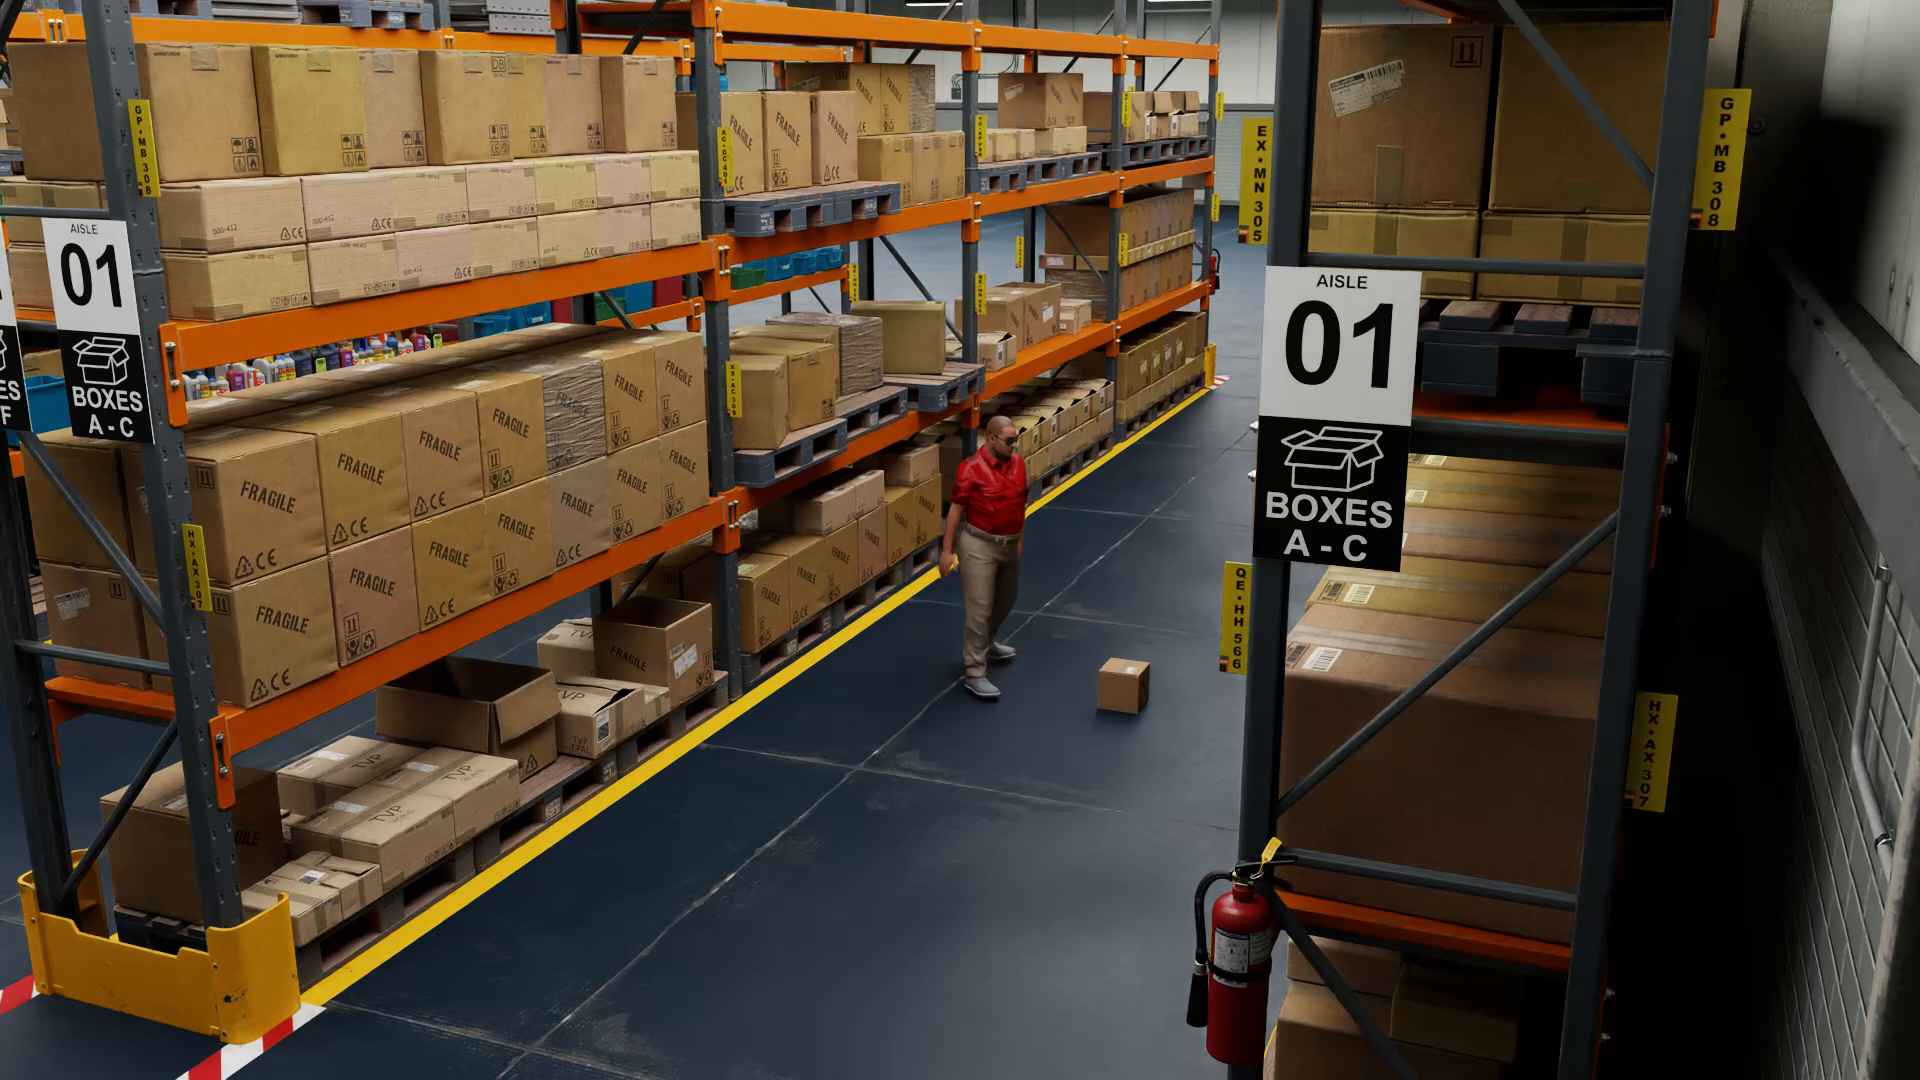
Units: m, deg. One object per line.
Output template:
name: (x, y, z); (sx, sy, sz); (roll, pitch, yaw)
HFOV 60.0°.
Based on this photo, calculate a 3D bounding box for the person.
person: (0.191, 0.047, 10.374); (0.685, 1.702, 0.703); (-14, 21, -41)
